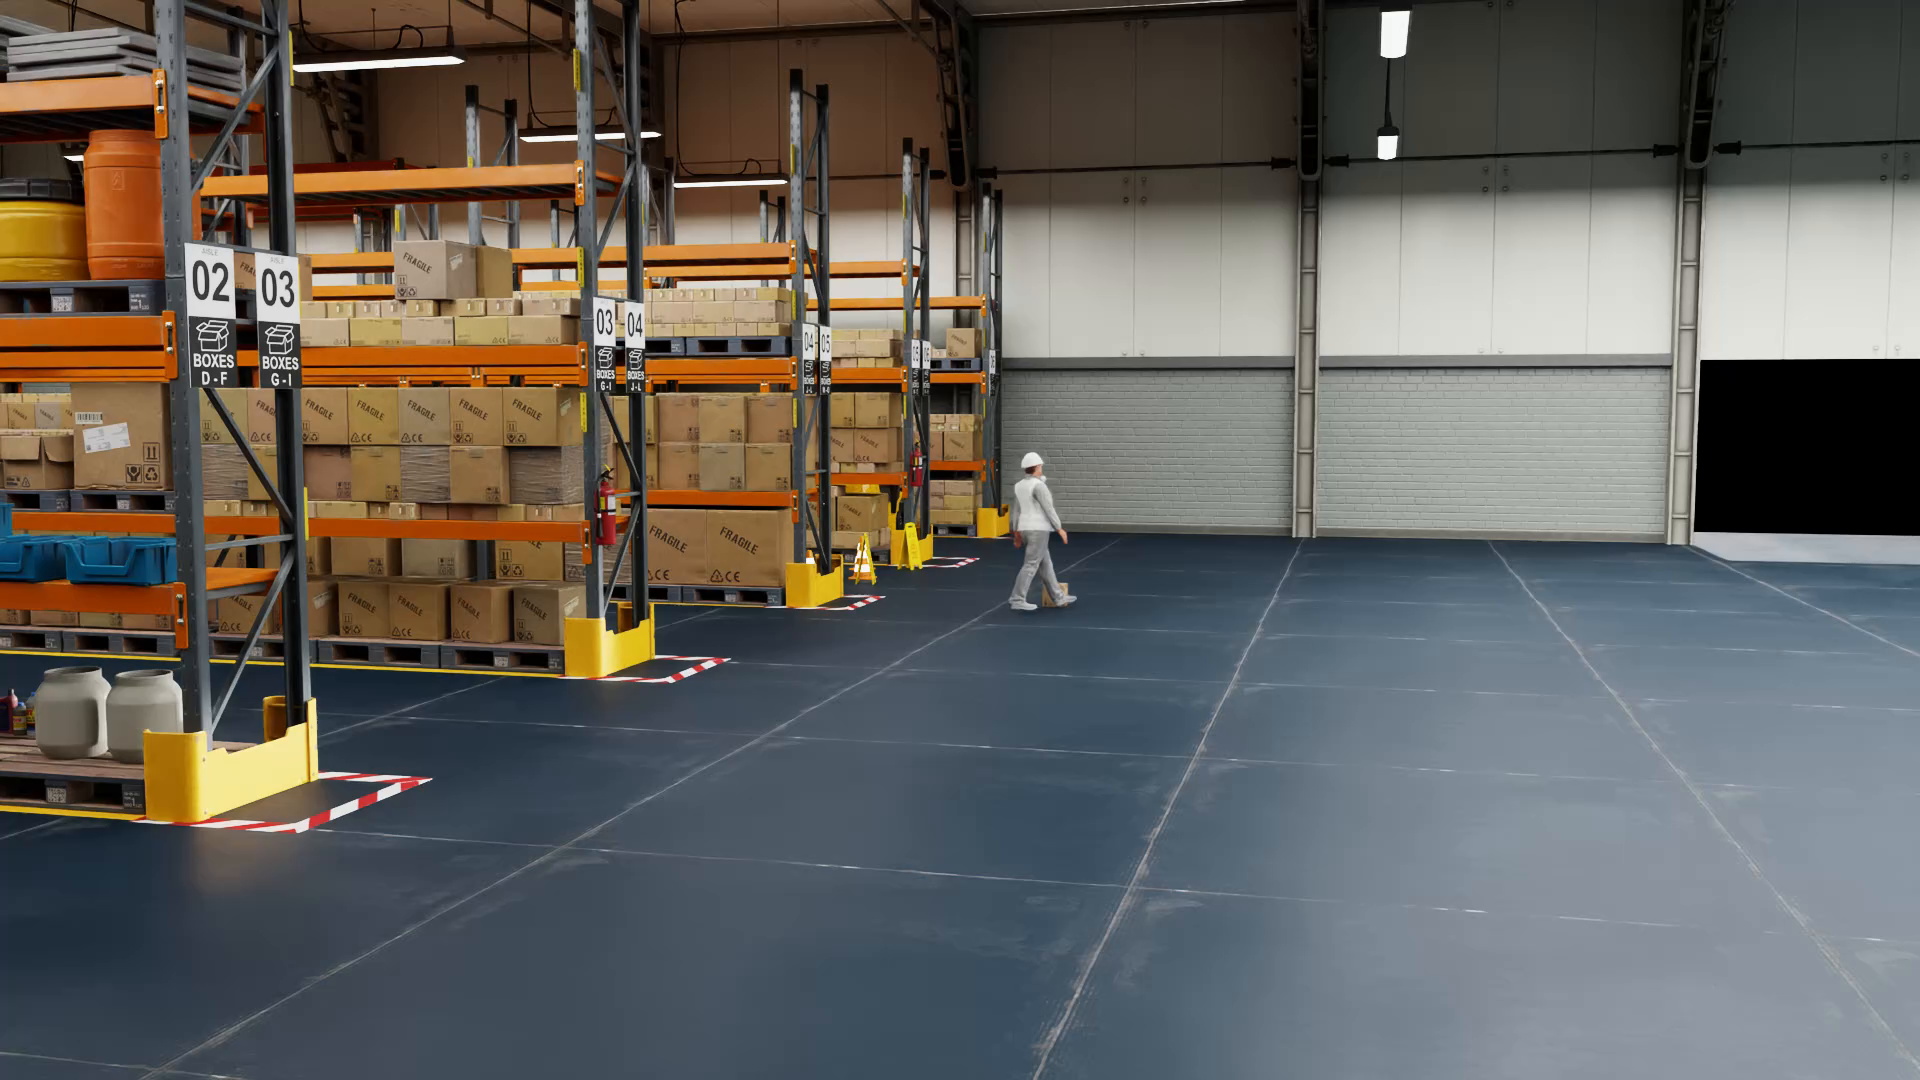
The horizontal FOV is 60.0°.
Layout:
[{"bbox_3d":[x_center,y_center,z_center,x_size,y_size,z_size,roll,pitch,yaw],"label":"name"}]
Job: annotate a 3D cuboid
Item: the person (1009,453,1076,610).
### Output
[{"bbox_3d":[0.945,-0.101,18.437,0.920,1.724,0.576,-2,5,-26],"label":"person"}]
